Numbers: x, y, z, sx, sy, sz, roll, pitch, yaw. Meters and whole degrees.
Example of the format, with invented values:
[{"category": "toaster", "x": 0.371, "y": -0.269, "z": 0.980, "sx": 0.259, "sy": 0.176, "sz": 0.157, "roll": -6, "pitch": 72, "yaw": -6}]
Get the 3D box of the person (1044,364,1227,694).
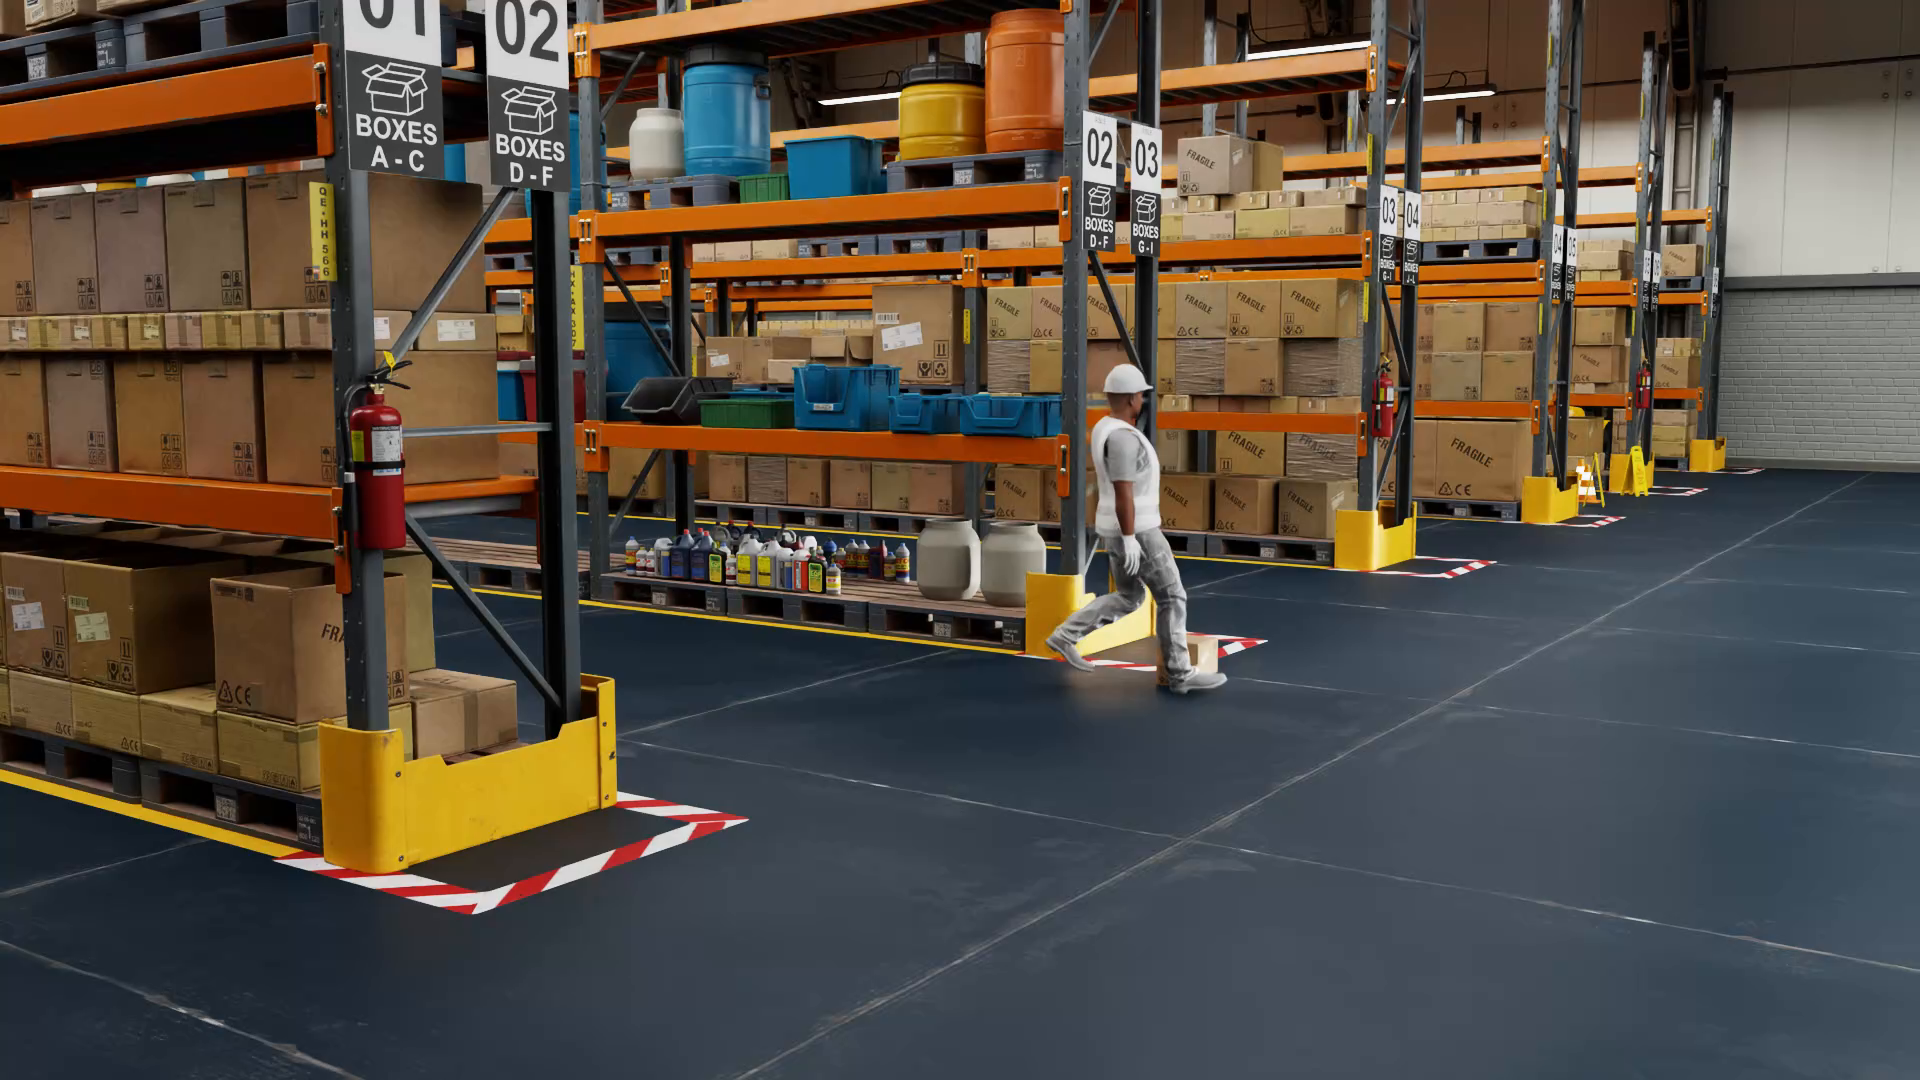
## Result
[{"category": "person", "x": 0.944, "y": -0.057, "z": 8.825, "sx": 0.943, "sy": 1.743, "sz": 0.579, "roll": -1, "pitch": 6, "yaw": -7}]
